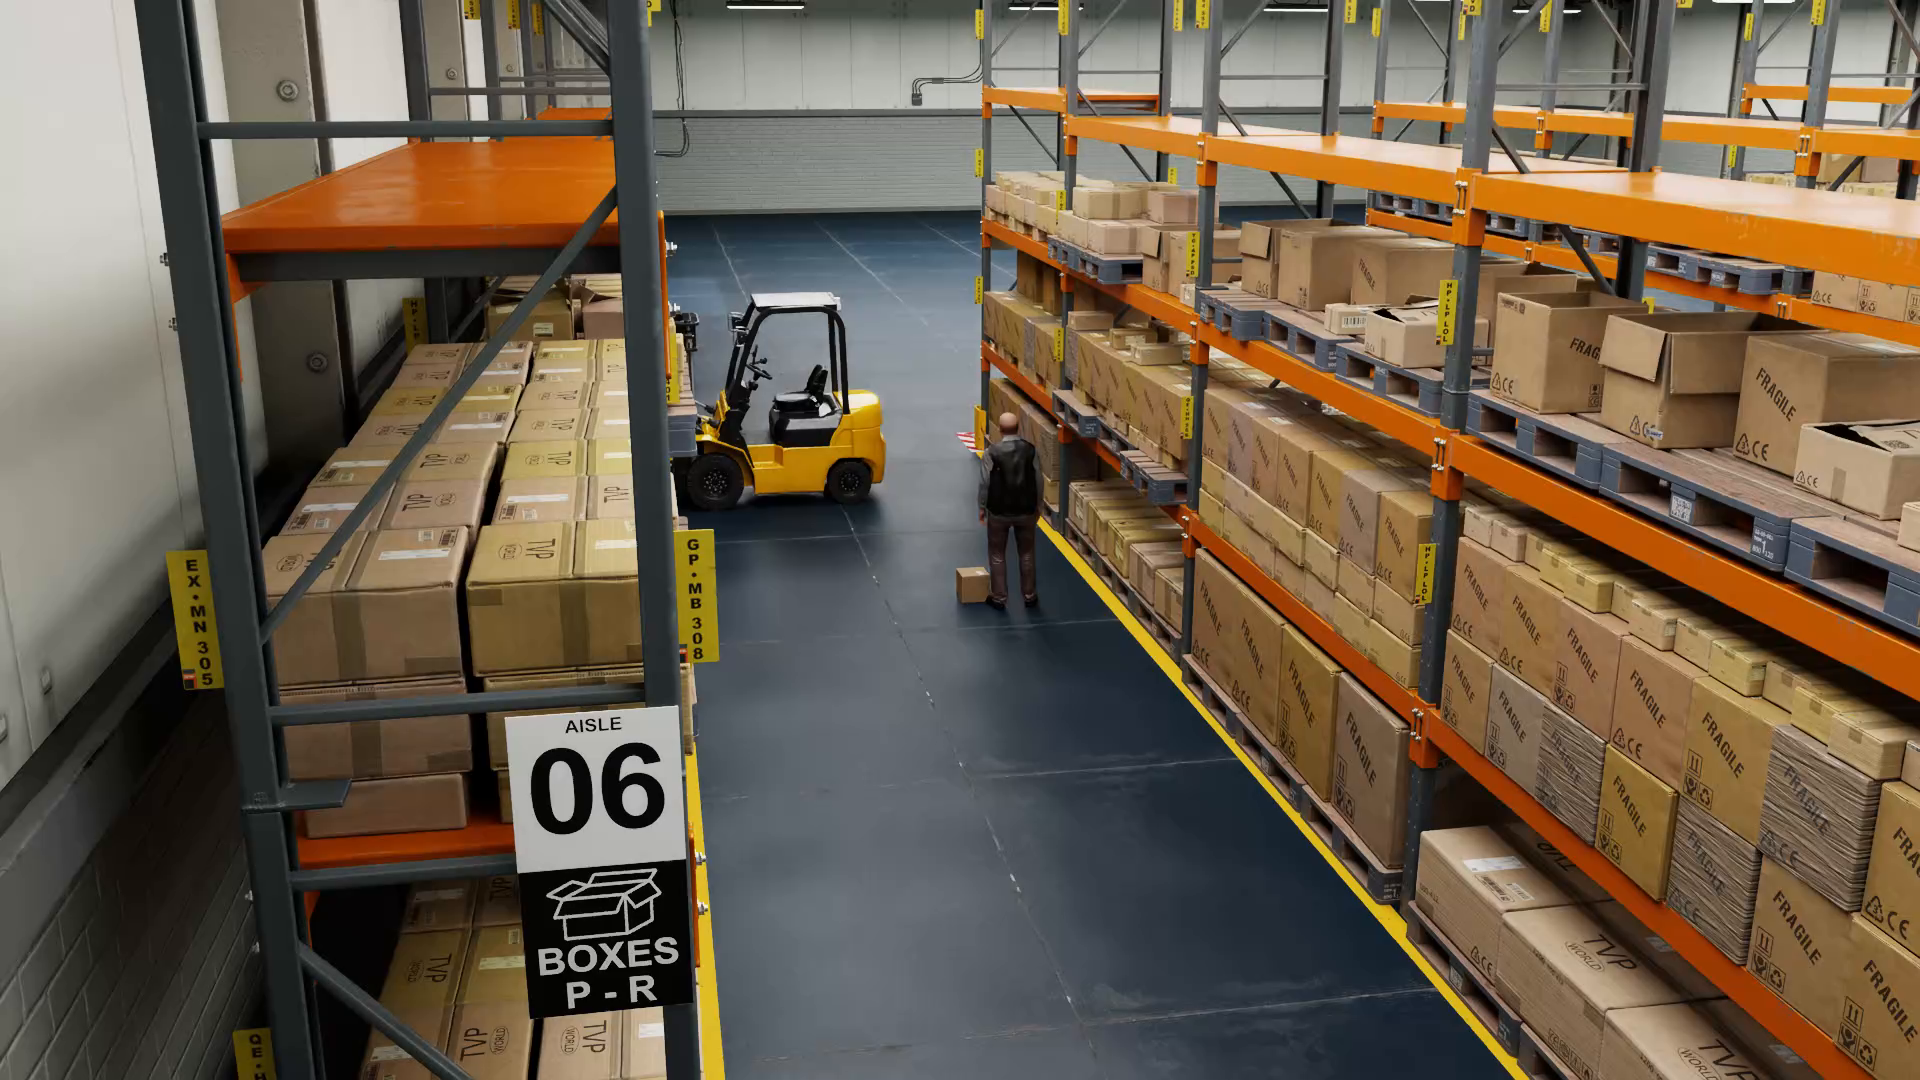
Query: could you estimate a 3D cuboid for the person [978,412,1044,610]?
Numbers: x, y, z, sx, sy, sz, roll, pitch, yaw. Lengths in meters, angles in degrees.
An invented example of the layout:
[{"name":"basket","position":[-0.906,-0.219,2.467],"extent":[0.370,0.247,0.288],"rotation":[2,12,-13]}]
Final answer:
[{"name":"person","position":[0.445,-0.246,14.420],"extent":[0.580,1.721,0.417],"rotation":[-3,16,-10]}]
